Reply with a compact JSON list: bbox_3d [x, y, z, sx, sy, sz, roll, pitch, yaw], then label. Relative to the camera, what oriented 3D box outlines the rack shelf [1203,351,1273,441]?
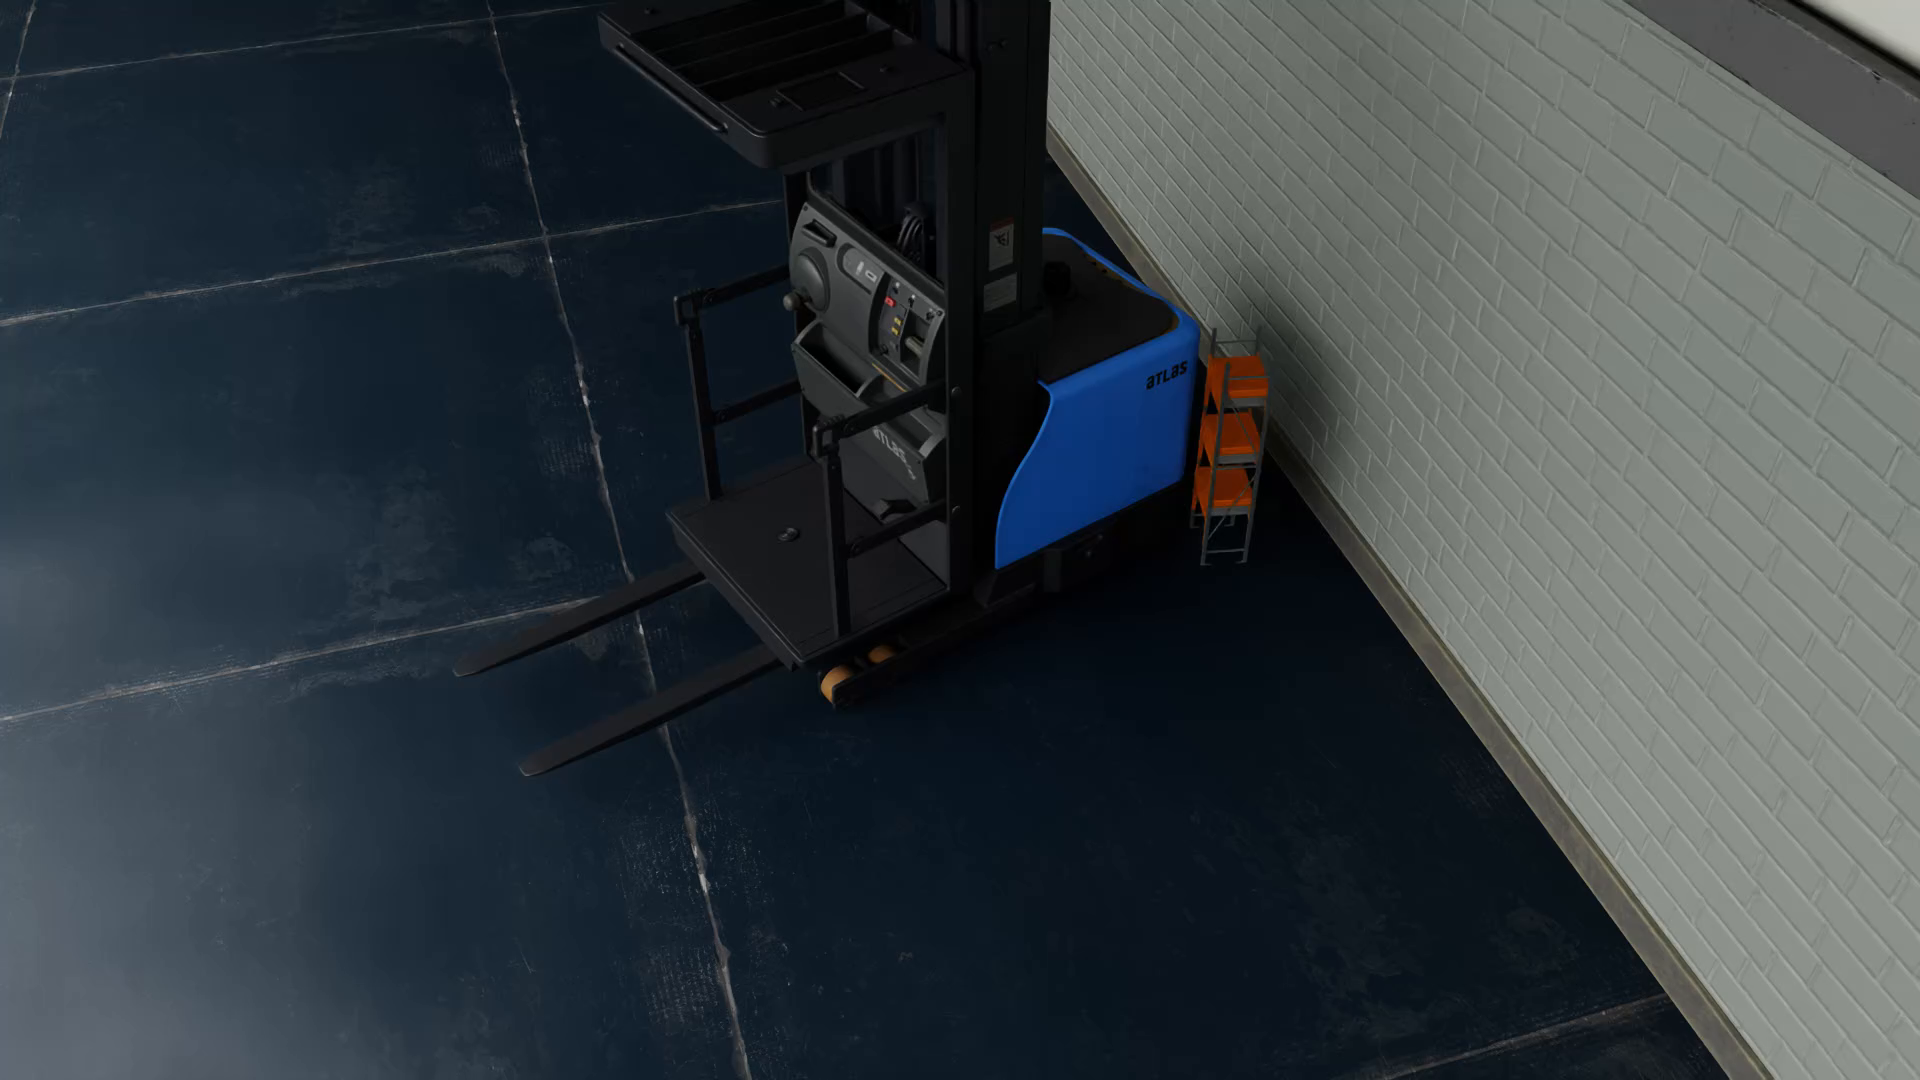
[{"bbox_3d":[1.118,-0.580,6.701,0.215,0.259,0.240,-4,41,-4],"label":"rack shelf"}]

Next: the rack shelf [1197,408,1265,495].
[{"bbox_3d":[1.118,-0.366,6.887,0.215,0.259,0.240,-4,41,-4],"label":"rack shelf"}]

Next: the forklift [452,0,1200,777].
[{"bbox_3d":[-0.518,-0.849,5.994,3.031,2.935,1.130,-25,47,-26],"label":"forklift"}]

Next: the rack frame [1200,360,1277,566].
[{"bbox_3d":[1.130,-0.295,6.789,0.200,1.050,0.008,-4,41,-4],"label":"rack frame"}]

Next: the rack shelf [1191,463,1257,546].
[{"bbox_3d":[1.119,-0.157,7.070,0.215,0.259,0.240,-4,41,-4],"label":"rack shelf"}]

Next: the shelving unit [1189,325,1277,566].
[{"bbox_3d":[1.118,-0.374,6.880,0.215,1.050,0.252,-4,41,-4],"label":"shelving unit"}]

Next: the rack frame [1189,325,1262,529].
[{"bbox_3d":[1.107,-0.454,6.972,0.200,1.050,0.008,-4,41,-4],"label":"rack frame"}]
